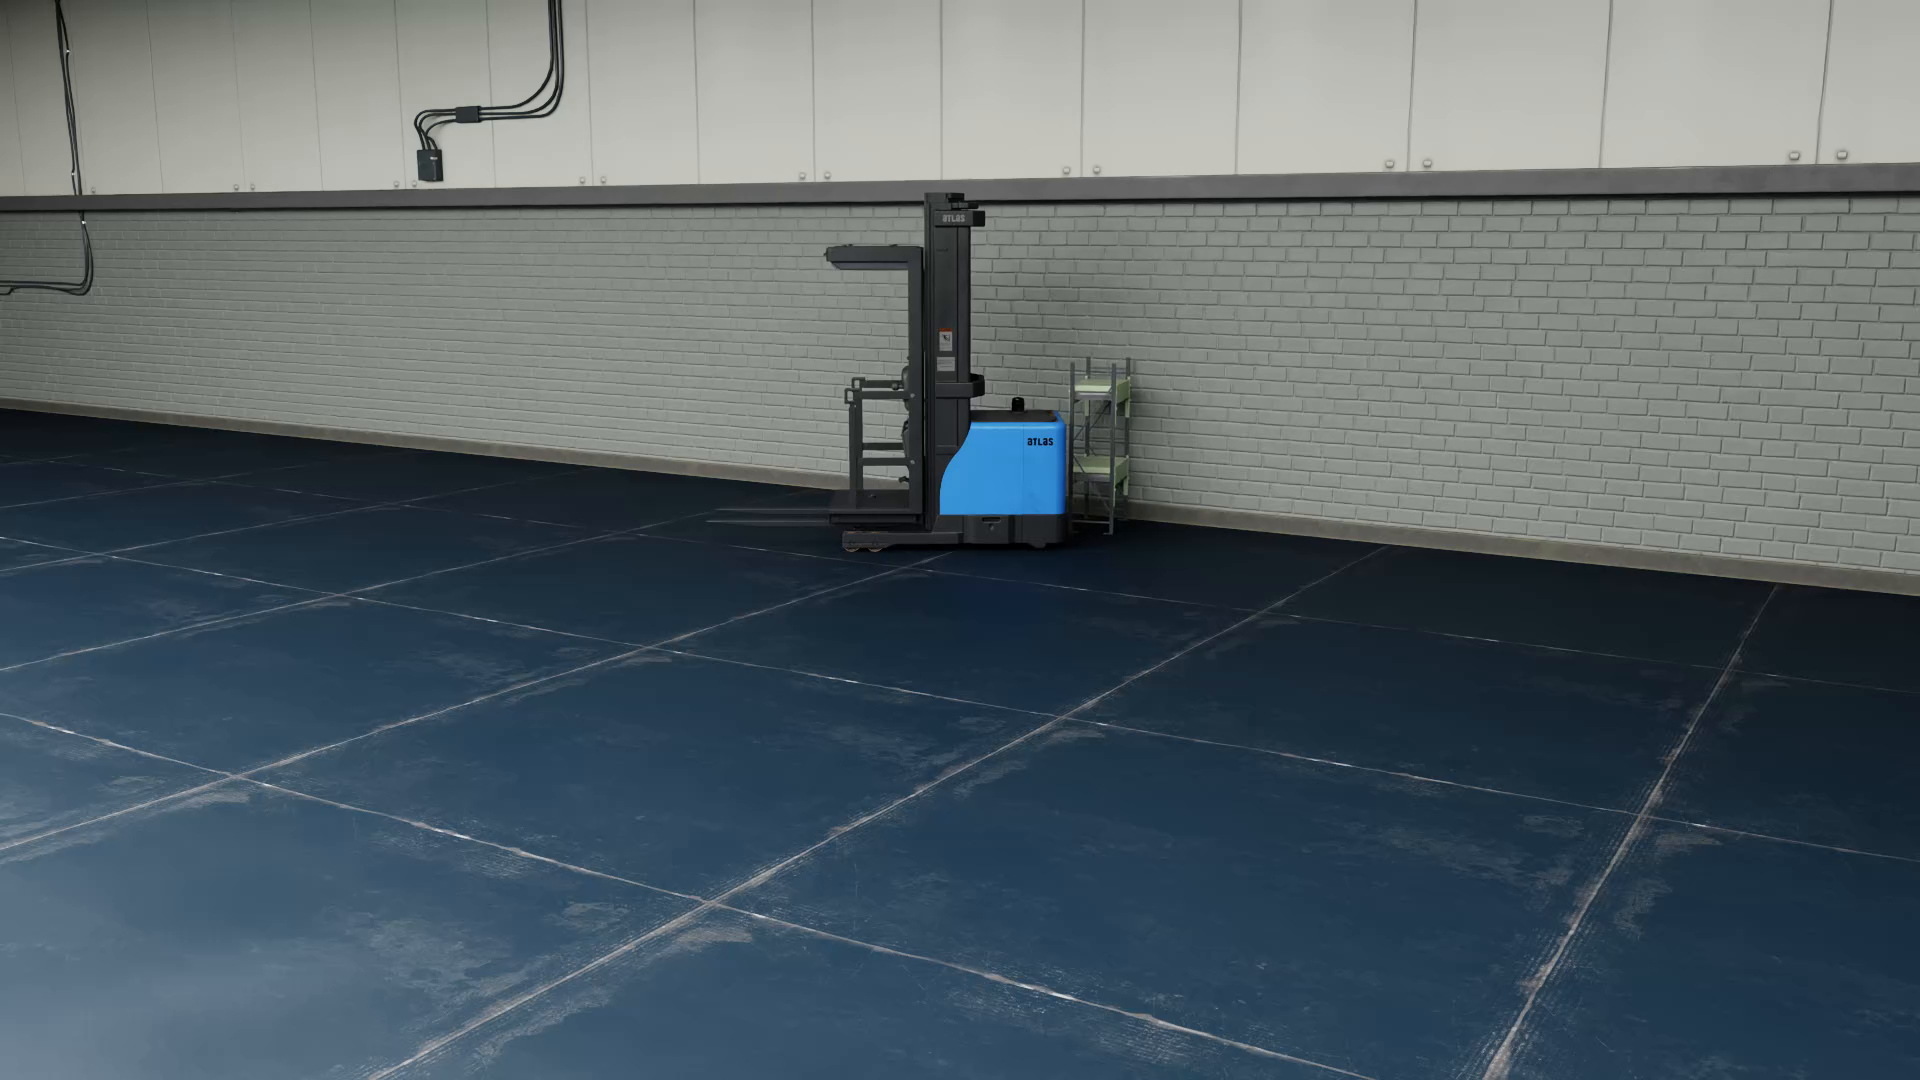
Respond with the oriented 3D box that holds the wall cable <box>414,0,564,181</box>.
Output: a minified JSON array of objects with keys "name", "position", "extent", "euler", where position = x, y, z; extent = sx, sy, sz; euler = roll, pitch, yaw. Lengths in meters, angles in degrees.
[{"name":"wall cable","position":[-5.338,-7.055,18.356],"extent":[2.305,6.003,0.169],"euler":[6,12,31]}]

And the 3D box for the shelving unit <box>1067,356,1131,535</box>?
[{"name":"shelving unit","position":[1.250,-0.862,14.895],"extent":[0.431,1.500,0.755],"euler":[3,11,15]}]

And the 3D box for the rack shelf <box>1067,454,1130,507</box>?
[{"name":"rack shelf","position":[1.250,-0.541,14.955],"extent":[0.431,0.370,0.720],"euler":[3,11,15]}]

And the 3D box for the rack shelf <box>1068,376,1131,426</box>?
[{"name":"rack shelf","position":[1.250,-1.245,14.823],"extent":[0.431,0.370,0.720],"euler":[3,11,15]}]

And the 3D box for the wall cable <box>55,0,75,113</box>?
[{"name":"wall cable","position":[-11.131,-6.990,21.967],"extent":[3.097,2.526,0.112],"euler":[6,12,31]}]

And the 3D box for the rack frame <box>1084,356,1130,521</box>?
[{"name":"rack frame","position":[1.347,-0.927,15.242],"extent":[0.400,1.500,0.023],"euler":[3,11,15]}]

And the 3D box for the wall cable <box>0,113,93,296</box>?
[{"name":"wall cable","position":[-13.443,-4.766,23.813],"extent":[3.097,2.526,0.112],"euler":[6,12,31]}]

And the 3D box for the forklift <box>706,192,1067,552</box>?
[{"name":"forklift","position":[-0.623,-1.440,14.096],"extent":[3.031,2.935,1.130],"euler":[0,11,0]}]

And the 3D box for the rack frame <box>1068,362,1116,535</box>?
[{"name":"rack frame","position":[1.154,-0.797,14.548],"extent":[0.400,1.500,0.023],"euler":[3,11,15]}]
